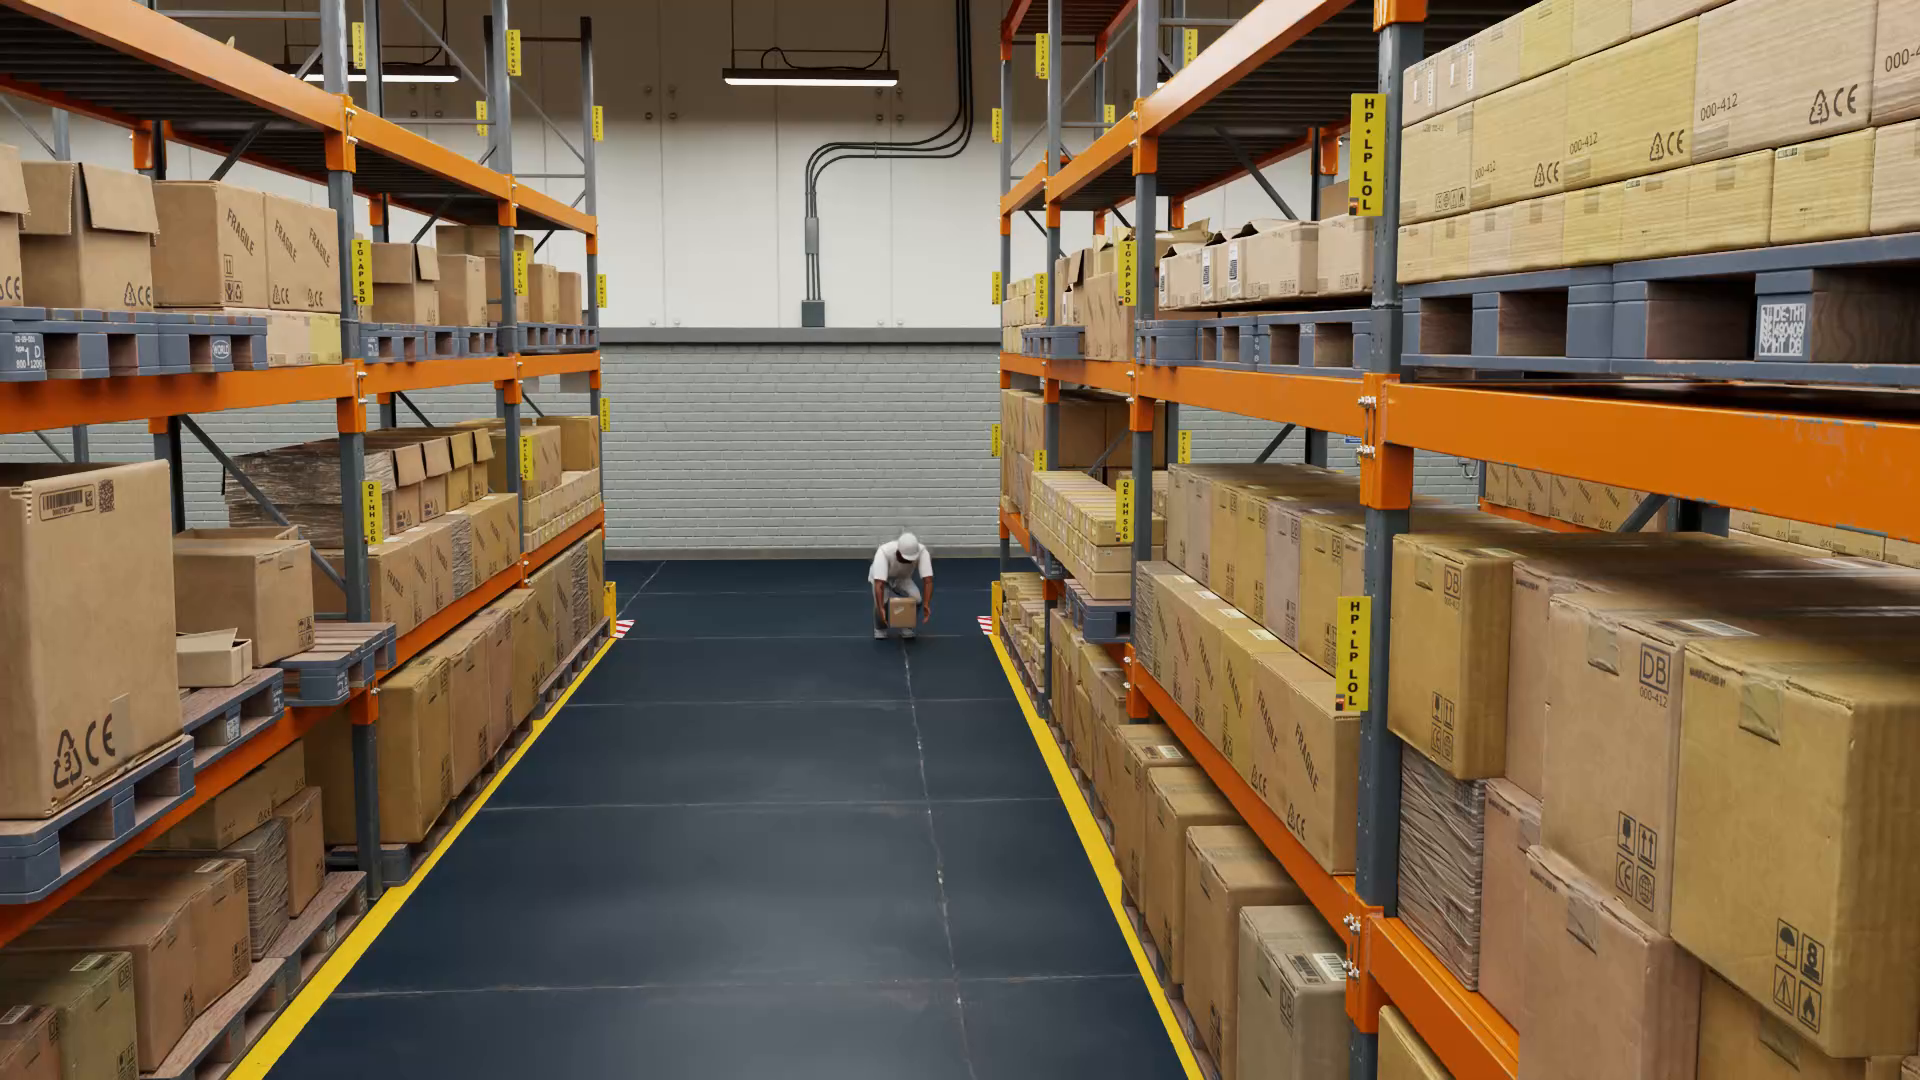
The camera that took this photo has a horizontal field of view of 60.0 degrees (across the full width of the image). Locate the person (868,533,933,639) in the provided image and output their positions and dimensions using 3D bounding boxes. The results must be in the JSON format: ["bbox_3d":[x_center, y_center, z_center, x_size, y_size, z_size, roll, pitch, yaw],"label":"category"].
[{"bbox_3d":[-0.587,0.438,16.341,0.599,1.091,0.862,-2,7,-13],"label":"person"}]
